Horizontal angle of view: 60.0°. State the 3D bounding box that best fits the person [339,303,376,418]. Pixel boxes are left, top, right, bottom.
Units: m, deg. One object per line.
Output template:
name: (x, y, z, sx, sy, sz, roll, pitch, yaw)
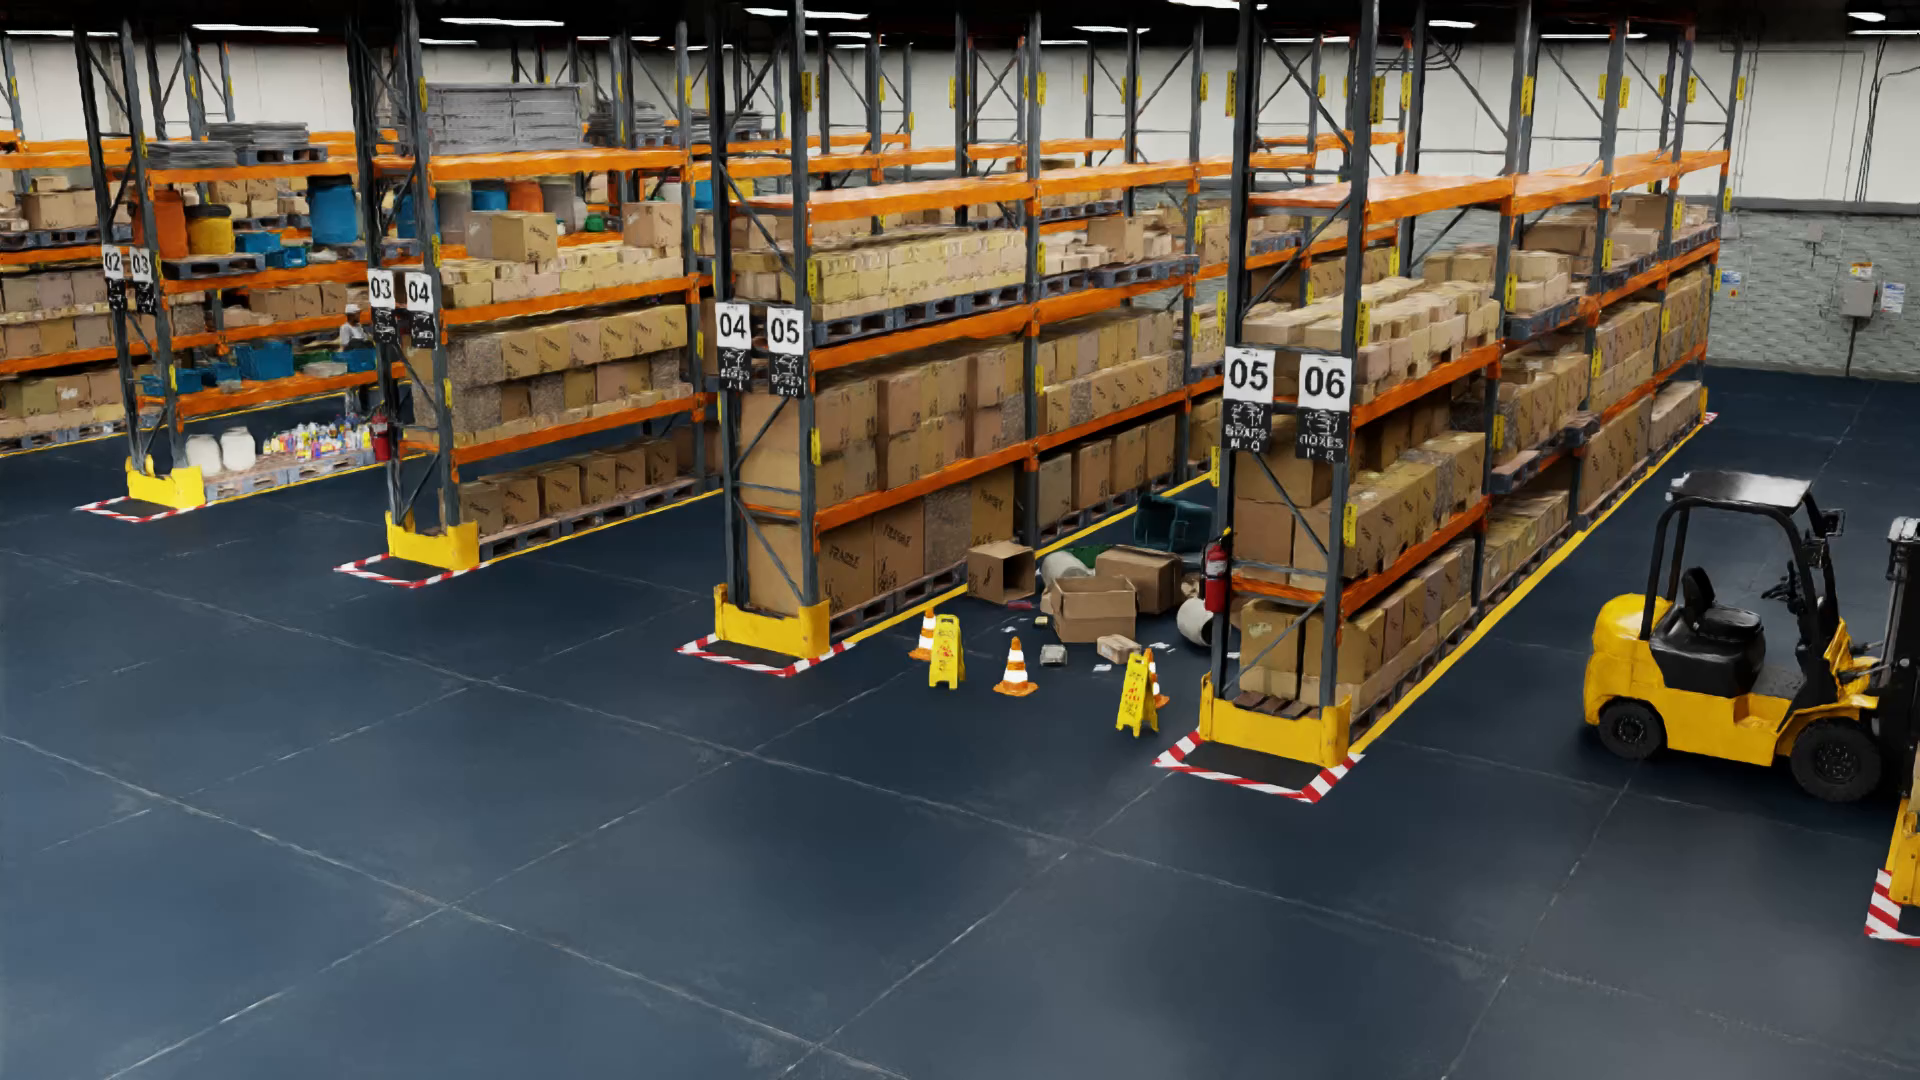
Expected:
person: (-9.314, -2.769, 25.772, 0.466, 1.789, 0.637, 1, 16, 3)
